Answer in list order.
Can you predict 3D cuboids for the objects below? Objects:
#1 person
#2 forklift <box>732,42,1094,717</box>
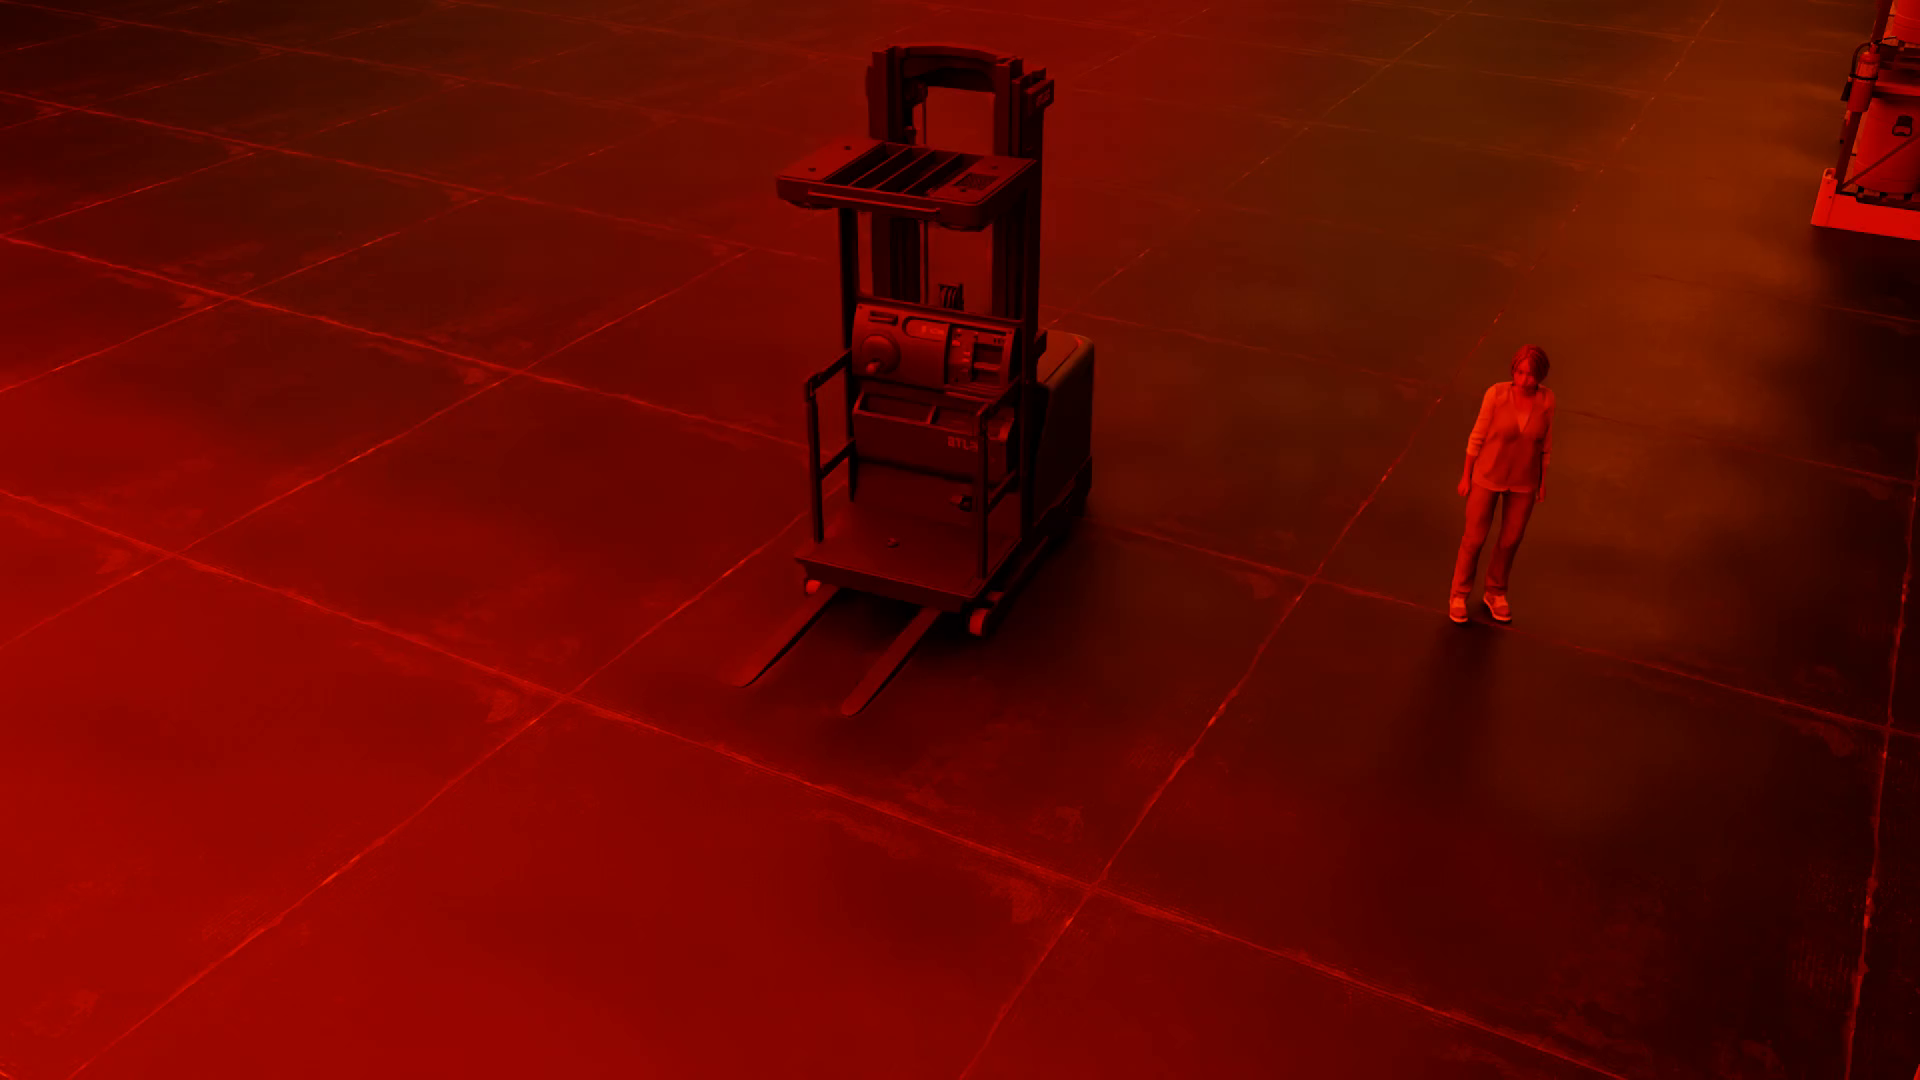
[{"bbox_3d":[2.915,-0.295,8.915,0.462,1.602,0.336,3,30,5],"label":"person"},{"bbox_3d":[-0.231,-0.980,8.769,1.130,2.935,3.031,12,32,20],"label":"forklift"}]
